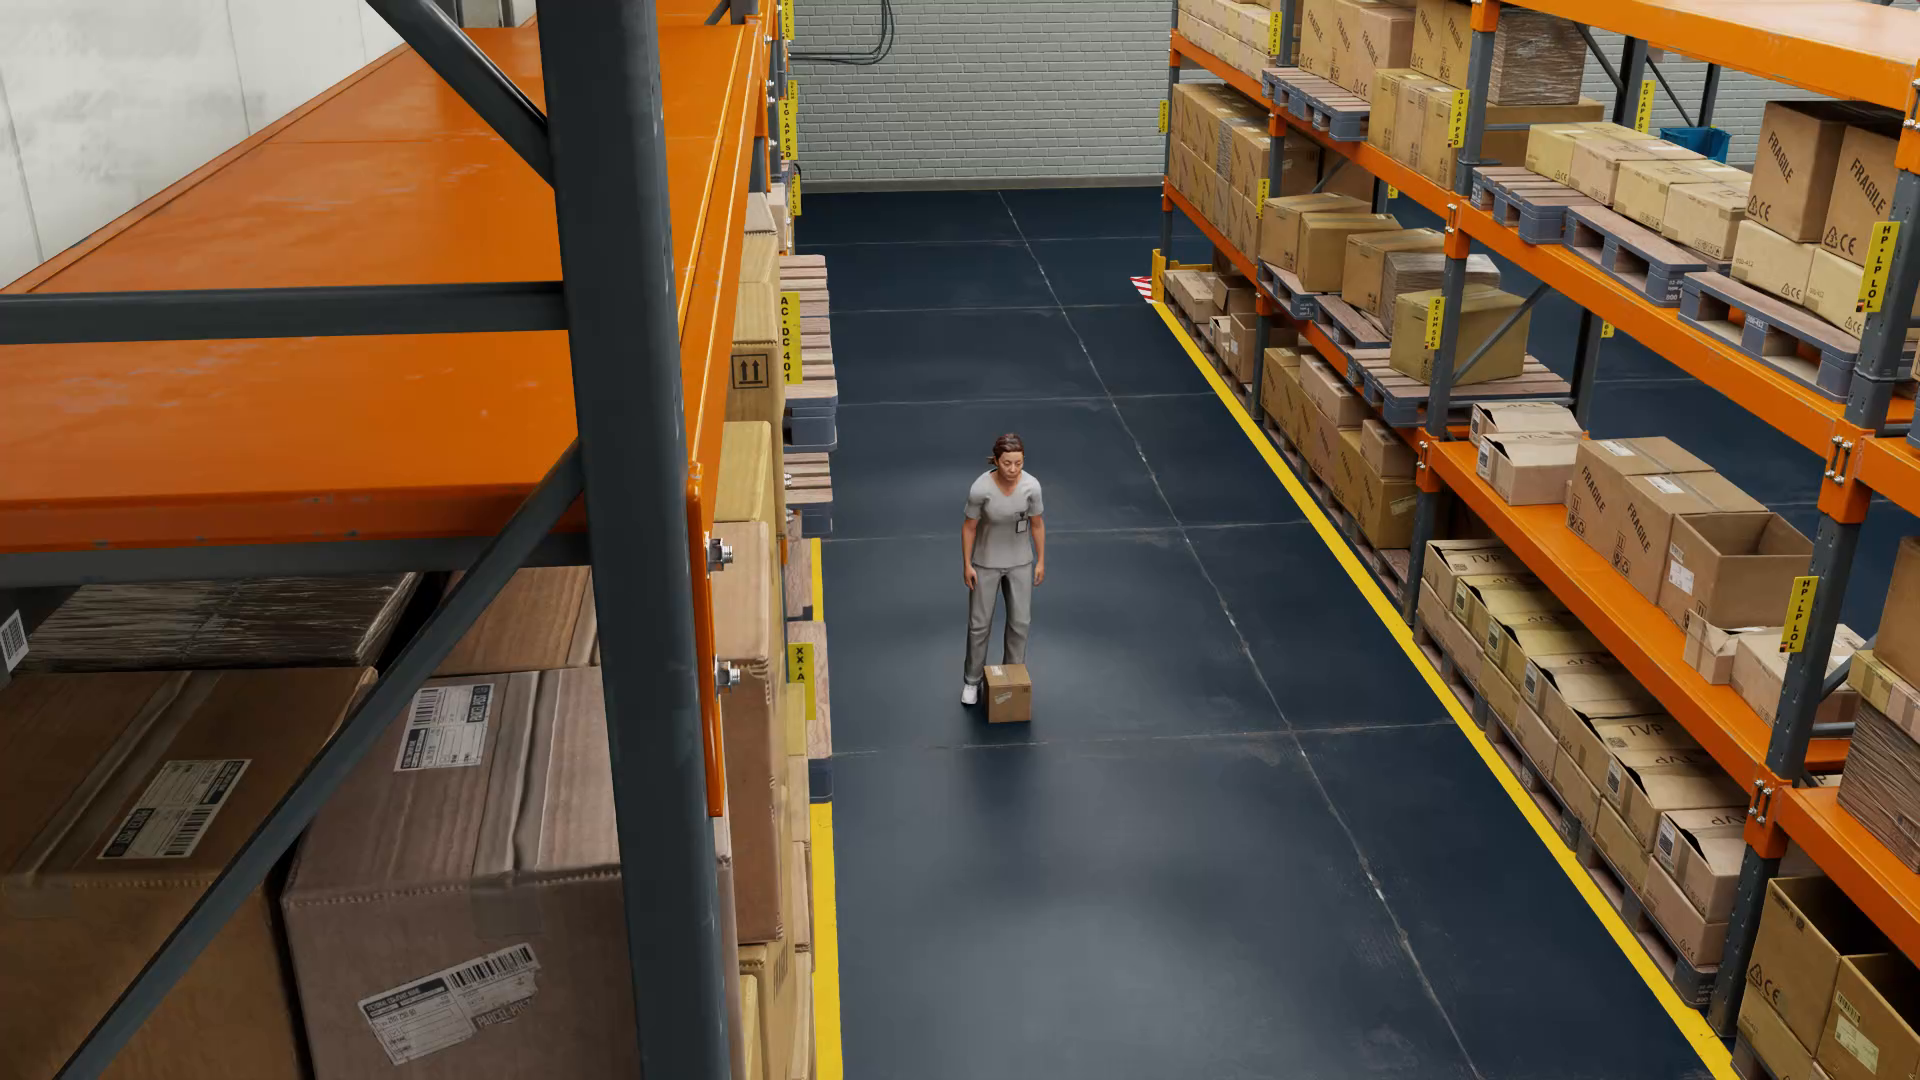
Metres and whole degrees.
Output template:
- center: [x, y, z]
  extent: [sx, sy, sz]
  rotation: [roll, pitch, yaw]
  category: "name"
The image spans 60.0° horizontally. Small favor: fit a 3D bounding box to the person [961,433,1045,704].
- center: [0.251, 0.165, 9.728]
  extent: [0.513, 1.673, 0.408]
  rotation: [-4, 24, -8]
  category: "person"
